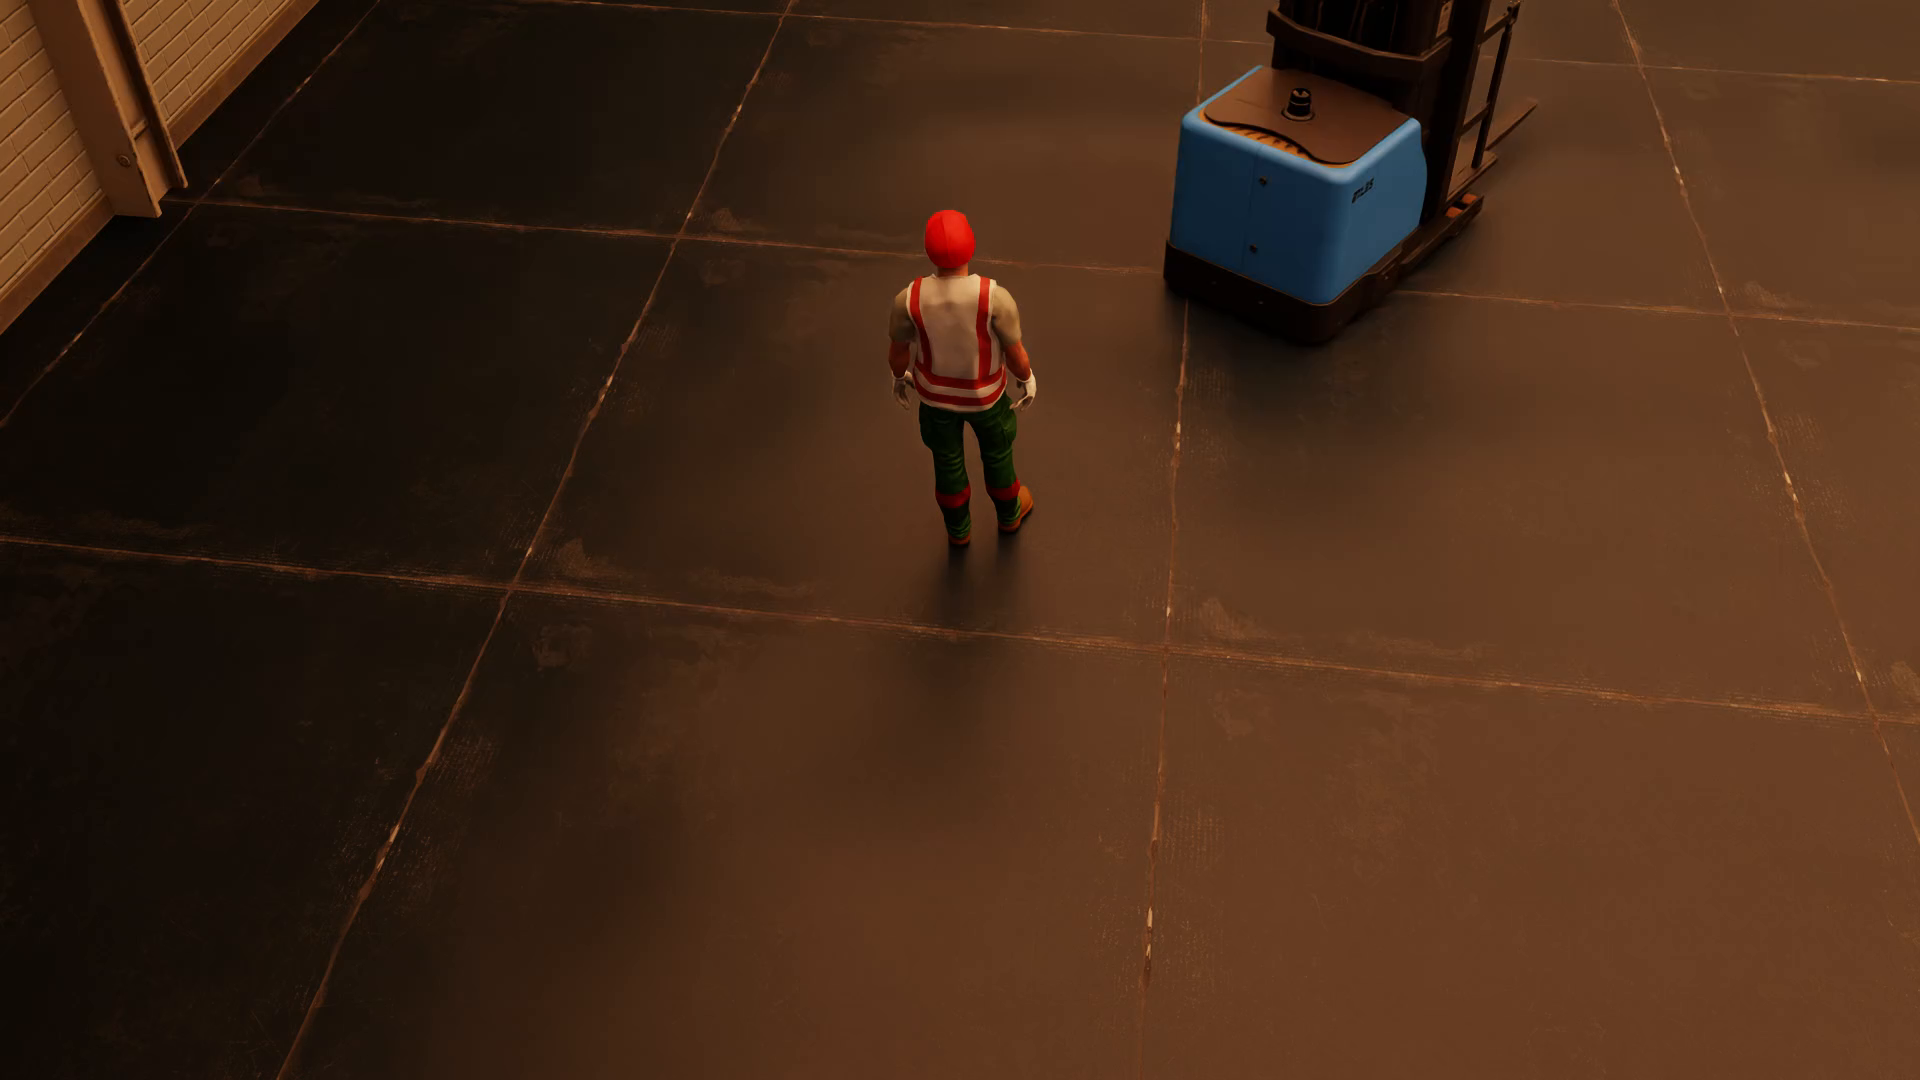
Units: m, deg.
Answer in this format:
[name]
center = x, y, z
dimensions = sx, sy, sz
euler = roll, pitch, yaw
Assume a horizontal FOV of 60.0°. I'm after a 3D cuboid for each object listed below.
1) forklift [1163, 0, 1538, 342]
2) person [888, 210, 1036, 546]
[forklift]
center = 2.472, -3.075, 9.071
dimensions = 1.130, 2.935, 3.031
euler = 29, 50, 28
[person]
center = 0.023, -0.716, 7.340
dimensions = 0.637, 1.785, 0.562
euler = 5, 43, 6
